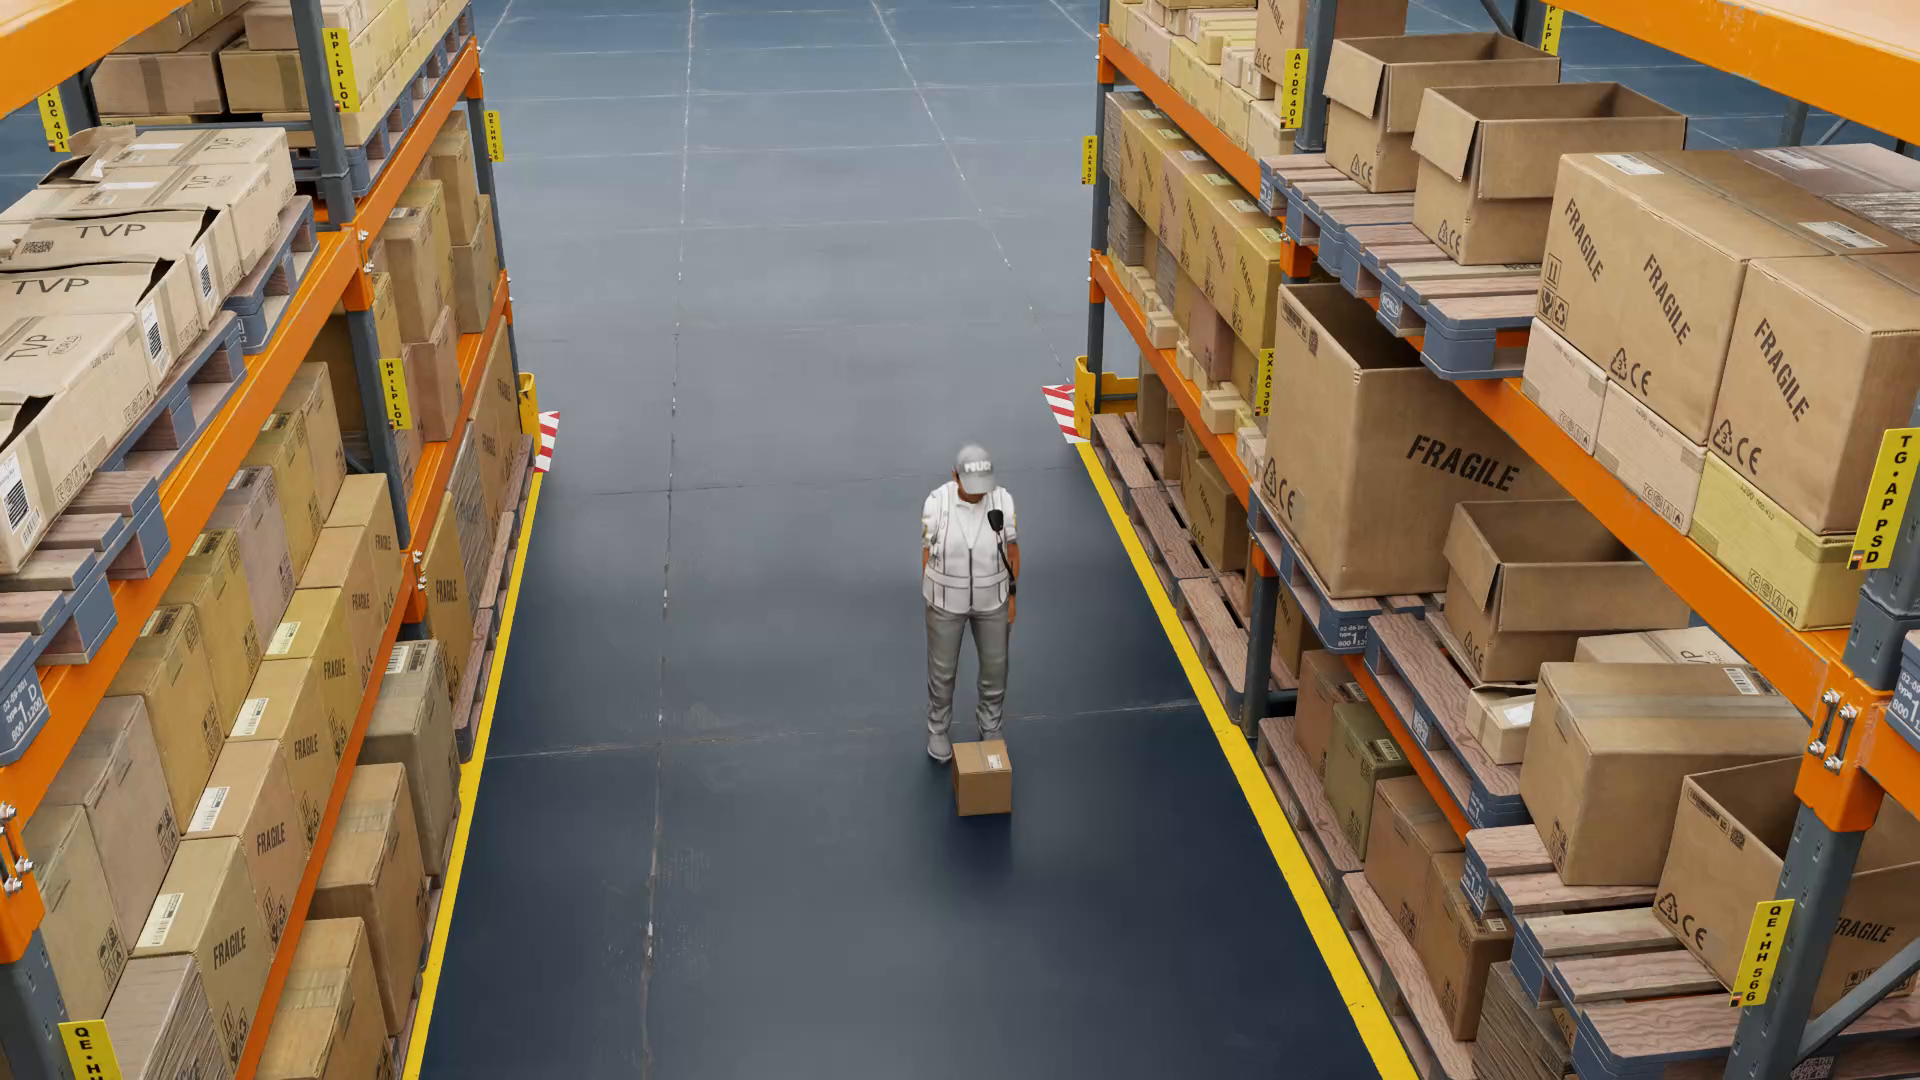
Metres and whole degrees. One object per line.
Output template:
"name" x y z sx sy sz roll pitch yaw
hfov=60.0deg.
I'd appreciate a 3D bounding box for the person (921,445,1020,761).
"person" 0.056 0.298 8.057 0.473 1.656 0.389 -3 27 -6
